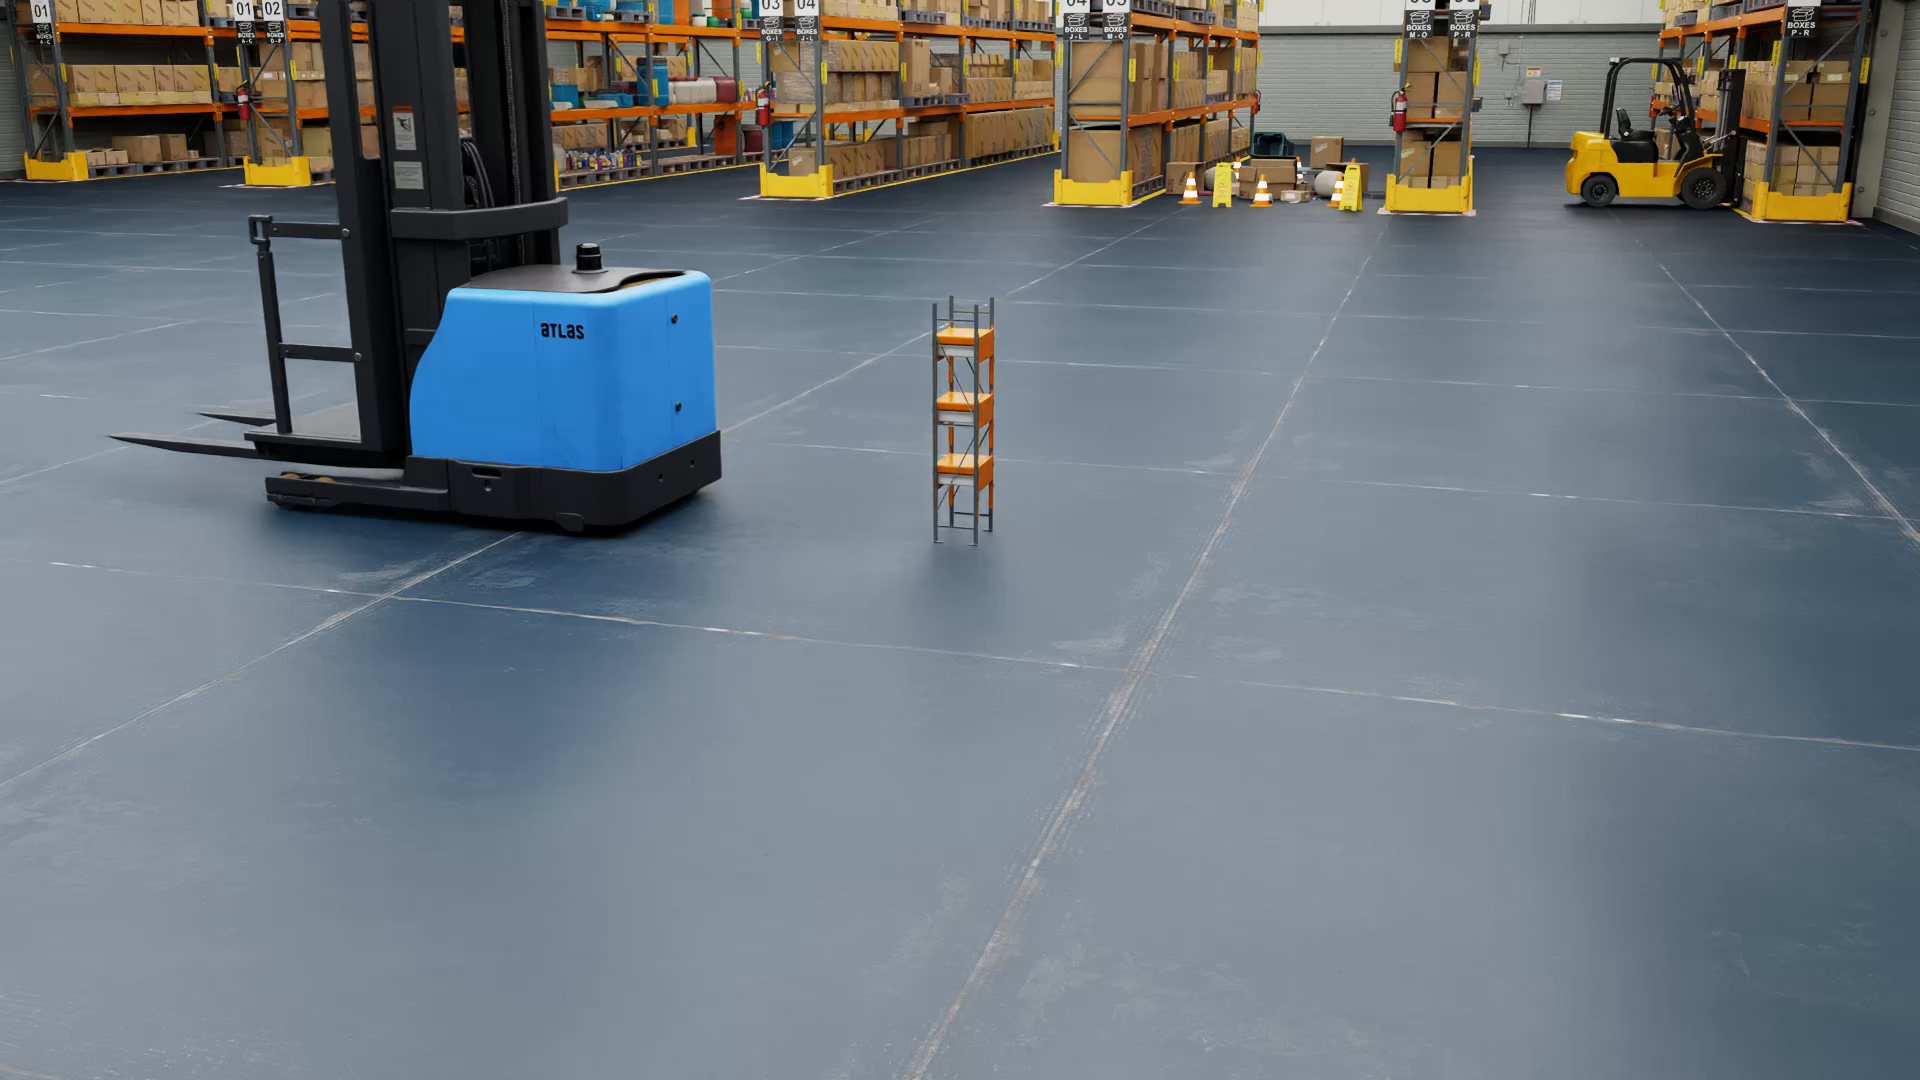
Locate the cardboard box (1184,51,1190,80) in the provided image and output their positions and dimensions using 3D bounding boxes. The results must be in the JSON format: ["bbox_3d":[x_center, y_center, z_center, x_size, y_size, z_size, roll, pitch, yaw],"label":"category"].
[{"bbox_3d":[3.898,-8.861,31.056,0.700,0.500,0.500,4,16,15],"label":"cardboard box"}]

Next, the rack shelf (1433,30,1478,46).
[{"bbox_3d":[9.664,-9.978,32.831,1.077,0.370,4.000,5,16,16],"label":"rack shelf"}]

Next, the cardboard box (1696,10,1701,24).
[{"bbox_3d":[14.053,-9.760,31.020,0.500,0.250,0.500,5,16,16],"label":"cardboard box"}]

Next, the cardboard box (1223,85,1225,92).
[{"bbox_3d":[5.461,-9.655,35.564,0.380,0.149,0.250,5,17,16],"label":"cardboard box"}]

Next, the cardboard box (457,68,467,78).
[{"bbox_3d":[-13.134,-11.800,42.886,0.980,0.700,0.700,4,16,14],"label":"cardboard box"}]

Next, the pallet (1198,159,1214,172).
[{"bbox_3d":[4.544,-7.578,33.659,1.003,0.211,1.213,5,16,16],"label":"pallet"}]

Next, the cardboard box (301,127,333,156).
[{"bbox_3d":[-11.670,-7.296,30.451,0.500,0.500,0.500,5,16,16],"label":"cardboard box"}]

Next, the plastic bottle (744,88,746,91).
[{"bbox_3d":[-4.820,-10.010,37.359,0.097,0.271,0.097,0,16,0],"label":"plastic bottle"}]

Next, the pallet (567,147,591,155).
[{"bbox_3d":[-9.306,-9.064,38.899,1.003,0.211,1.213,5,16,16],"label":"pallet"}]

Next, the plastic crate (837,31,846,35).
[{"bbox_3d":[-2.888,-12.664,41.372,0.450,0.188,0.336,5,16,16],"label":"plastic crate"}]

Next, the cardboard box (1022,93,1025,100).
[{"bbox_3d":[1.283,-10.241,38.398,0.380,0.149,0.250,5,17,18],"label":"cardboard box"}]

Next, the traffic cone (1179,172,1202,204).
[{"bbox_3d":[3.560,-5.430,25.626,0.336,0.463,0.334,5,16,16],"label":"traffic cone"}]

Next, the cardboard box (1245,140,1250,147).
[{"bbox_3d":[6.669,-9.409,39.461,0.380,0.149,0.250,5,17,18],"label":"cardboard box"}]

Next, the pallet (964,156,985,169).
[{"bbox_3d":[-0.110,-7.985,35.094,1.003,0.211,1.213,5,16,16],"label":"pallet"}]

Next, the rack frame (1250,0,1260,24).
[{"bbox_3d":[6.594,-13.694,39.118,1.000,3.000,0.127,5,16,16],"label":"rack frame"}]

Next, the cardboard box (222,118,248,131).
[{"bbox_3d":[-15.475,-8.911,35.649,0.500,0.250,0.500,4,16,15],"label":"cardboard box"}]

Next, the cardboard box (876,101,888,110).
[{"bbox_3d":[-1.495,-7.680,29.370,0.380,0.149,0.250,5,16,16],"label":"cardboard box"}]

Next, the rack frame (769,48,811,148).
[{"bbox_3d":[-4.018,-10.557,39.051,1.000,3.000,0.127,5,16,16],"label":"rack frame"}]

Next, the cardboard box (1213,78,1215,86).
[{"bbox_3d":[5.015,-9.387,34.073,0.380,0.149,0.250,4,16,15],"label":"cardboard box"}]

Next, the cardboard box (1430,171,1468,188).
[{"bbox_3d":[7.612,-5.610,25.880,0.500,0.250,0.500,6,17,20],"label":"cardboard box"}]

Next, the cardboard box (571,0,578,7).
[{"bbox_3d":[-9.148,-12.380,38.847,0.600,0.600,0.600,4,16,15],"label":"cardboard box"}]

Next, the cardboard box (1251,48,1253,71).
[{"bbox_3d":[6.559,-11.209,38.789,0.500,0.500,0.500,4,16,14],"label":"cardboard box"}]

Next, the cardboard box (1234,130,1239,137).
[{"bbox_3d":[6.117,-9.220,37.703,0.380,0.149,0.250,5,17,17],"label":"cardboard box"}]

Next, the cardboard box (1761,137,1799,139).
[{"bbox_3d":[12.764,-6.144,25.929,0.500,0.250,0.500,5,17,17],"label":"cardboard box"}]

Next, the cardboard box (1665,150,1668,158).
[{"bbox_3d":[14.869,-8.019,34.559,0.380,0.149,0.250,4,16,14],"label":"cardboard box"}]

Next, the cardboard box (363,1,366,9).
[{"bbox_3d":[-11.120,-10.103,31.390,0.380,0.149,0.250,5,16,16],"label":"cardboard box"}]

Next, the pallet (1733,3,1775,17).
[{"bbox_3d":[12.957,-8.510,26.688,0.805,0.209,1.217,4,16,14],"label":"pallet"}]

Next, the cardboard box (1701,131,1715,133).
[{"bbox_3d":[13.918,-7.573,31.155,0.380,0.149,0.250,4,16,14],"label":"cardboard box"}]

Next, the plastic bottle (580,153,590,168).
[{"bbox_3d":[-6.944,-7.020,30.769,0.152,0.276,0.135,5,16,16],"label":"plastic bottle"}]

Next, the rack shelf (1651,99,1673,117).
[{"bbox_3d":[15.561,-9.197,35.576,1.077,0.370,4.000,5,16,16],"label":"rack shelf"}]

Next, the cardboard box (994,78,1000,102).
[{"bbox_3d":[0.571,-9.811,36.238,0.500,0.500,0.500,4,16,15],"label":"cardboard box"}]

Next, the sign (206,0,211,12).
[{"bbox_3d":[-15.267,-10.884,33.759,0.100,0.325,0.005,5,16,16],"label":"sign"}]

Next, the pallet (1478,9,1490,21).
[{"bbox_3d":[8.528,-9.089,28.722,1.213,0.211,1.003,5,16,16],"label":"pallet"}]

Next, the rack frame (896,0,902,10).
[{"bbox_3d":[-1.543,-10.966,29.499,1.000,3.000,0.127,5,16,16],"label":"rack frame"}]

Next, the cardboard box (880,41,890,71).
[{"bbox_3d":[-1.547,-8.482,29.175,0.500,0.500,0.500,5,16,16],"label":"cardboard box"}]

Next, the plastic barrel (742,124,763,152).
[{"bbox_3d":[-4.711,-8.977,37.130,0.600,0.588,0.708,5,16,16],"label":"plastic barrel"}]

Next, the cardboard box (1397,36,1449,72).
[{"bbox_3d":[6.758,-7.087,24.259,0.700,0.500,0.500,4,16,15],"label":"cardboard box"}]

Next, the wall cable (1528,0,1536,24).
[{"bbox_3d":[16.096,-14.580,42.172,2.988,3.039,0.133,5,16,16],"label":"wall cable"}]

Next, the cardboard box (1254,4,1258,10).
[{"bbox_3d":[6.782,-12.501,39.038,0.380,0.149,0.250,4,16,15],"label":"cardboard box"}]

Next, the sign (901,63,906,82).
[{"bbox_3d":[-1.020,-8.456,30.058,0.100,0.325,0.005,5,16,16],"label":"sign"}]

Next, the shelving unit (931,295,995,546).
[{"bbox_3d":[0.015,-0.519,7.235,0.215,1.050,0.252,5,16,16],"label":"shelving unit"}]

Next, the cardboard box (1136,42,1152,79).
[{"bbox_3d":[2.547,-7.595,26.354,0.875,0.550,0.550,5,16,16],"label":"cardboard box"}]

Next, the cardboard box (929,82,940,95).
[{"bbox_3d":[-0.621,-8.806,32.356,0.396,0.266,0.258,4,16,14],"label":"cardboard box"}]

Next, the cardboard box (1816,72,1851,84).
[{"bbox_3d":[11.927,-6.309,22.705,0.380,0.149,0.250,4,16,14],"label":"cardboard box"}]

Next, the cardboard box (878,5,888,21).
[{"bbox_3d":[-1.580,-9.175,28.958,0.500,0.250,0.500,5,17,17],"label":"cardboard box"}]

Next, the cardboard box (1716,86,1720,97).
[{"bbox_3d":[12.903,-7.512,27.676,0.500,0.250,0.500,5,17,17],"label":"cardboard box"}]

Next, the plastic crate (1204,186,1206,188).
[{"bbox_3d":[4.391,-6.196,28.725,0.662,0.188,0.450,-15,11,-41],"label":"plastic crate"}]

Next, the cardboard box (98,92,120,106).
[{"bbox_3d":[-16.350,-8.363,31.554,0.500,0.250,0.500,4,16,14],"label":"cardboard box"}]

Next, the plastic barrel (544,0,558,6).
[{"bbox_3d":[-7.226,-9.461,28.576,0.600,0.588,0.600,0,16,0],"label":"plastic barrel"}]

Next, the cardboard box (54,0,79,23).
[{"bbox_3d":[-16.592,-9.754,30.505,0.500,0.500,0.500,5,17,17],"label":"cardboard box"}]

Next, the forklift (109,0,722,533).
[{"bbox_3d":[-2.740,-1.667,7.834,3.031,2.935,1.130,5,17,19],"label":"forklift"}]
